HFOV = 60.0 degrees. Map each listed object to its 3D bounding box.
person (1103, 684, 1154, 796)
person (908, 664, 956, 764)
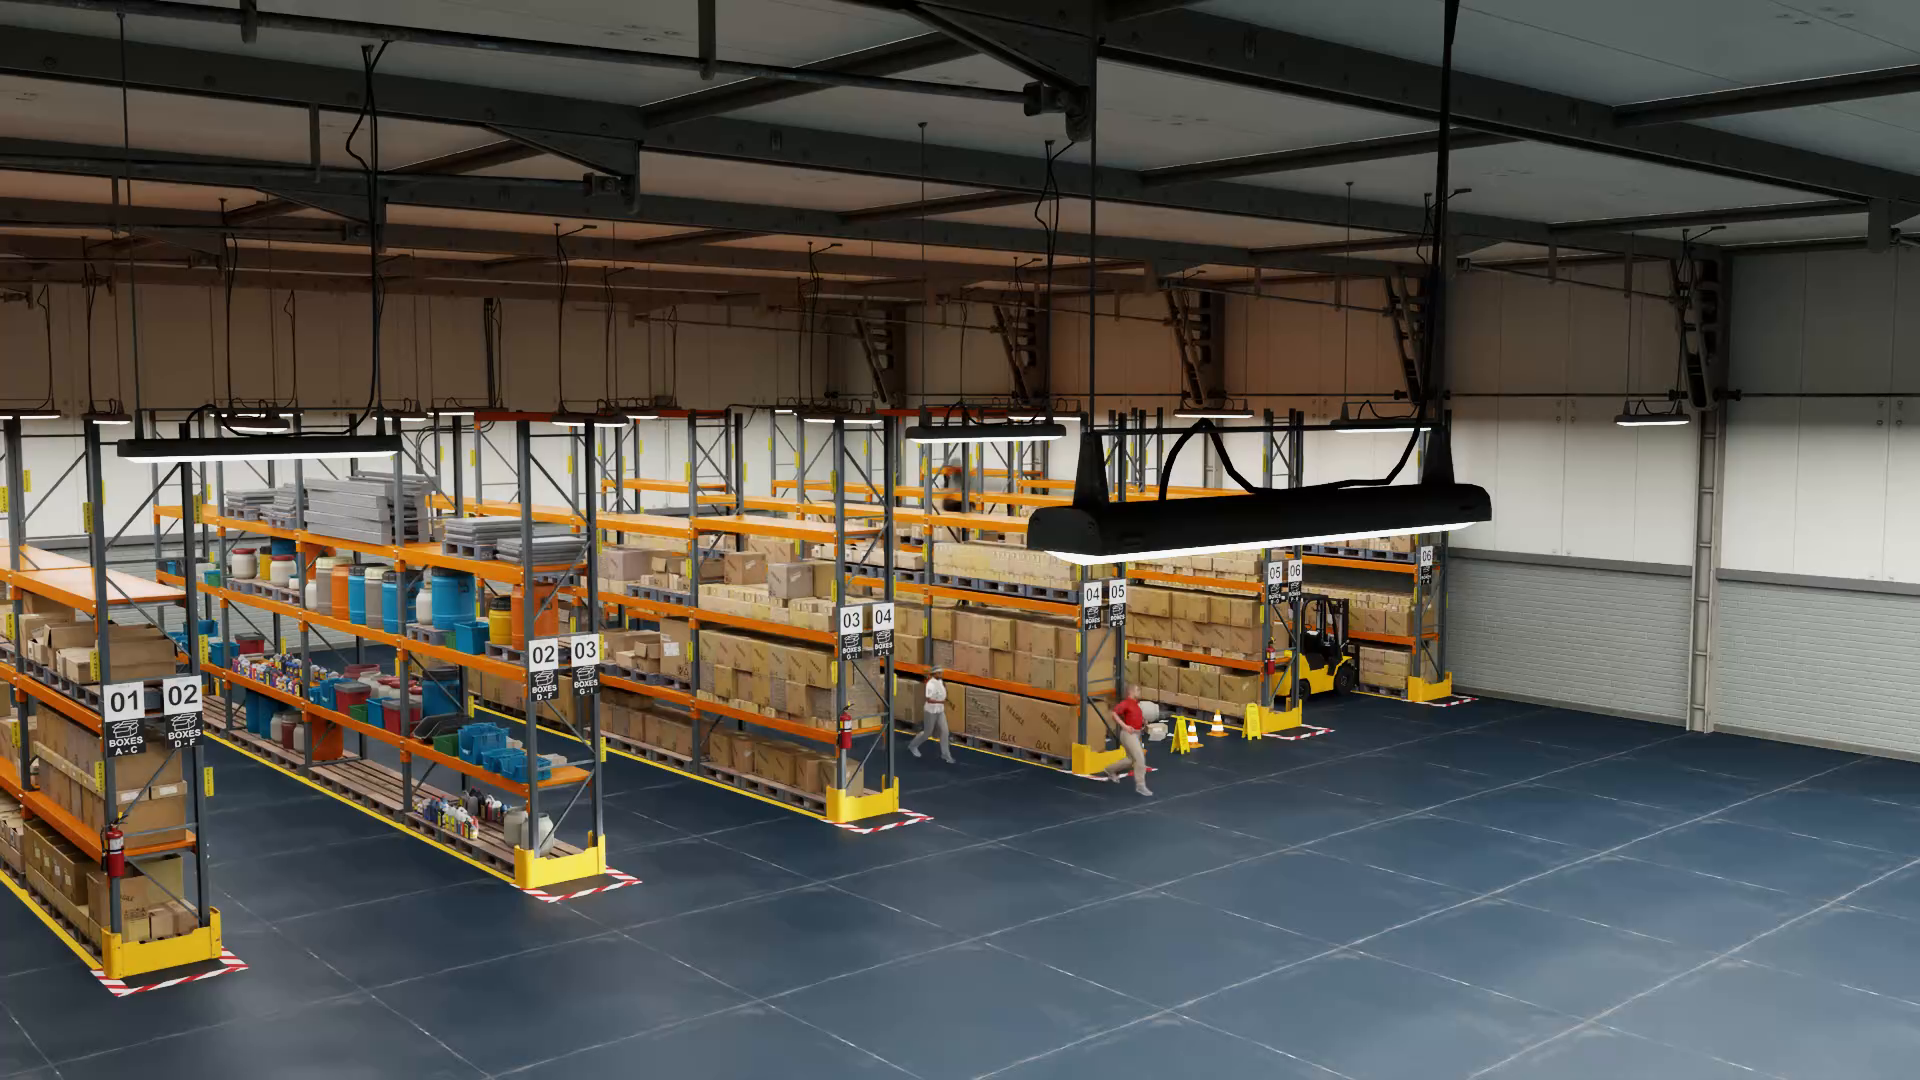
[{"bbox_3d":[2.748,3.164,26.628,0.918,1.717,0.684,2,5,22],"label":"person"},{"bbox_3d":[-0.482,2.975,28.676,0.895,1.710,0.552,3,6,31],"label":"person"}]
